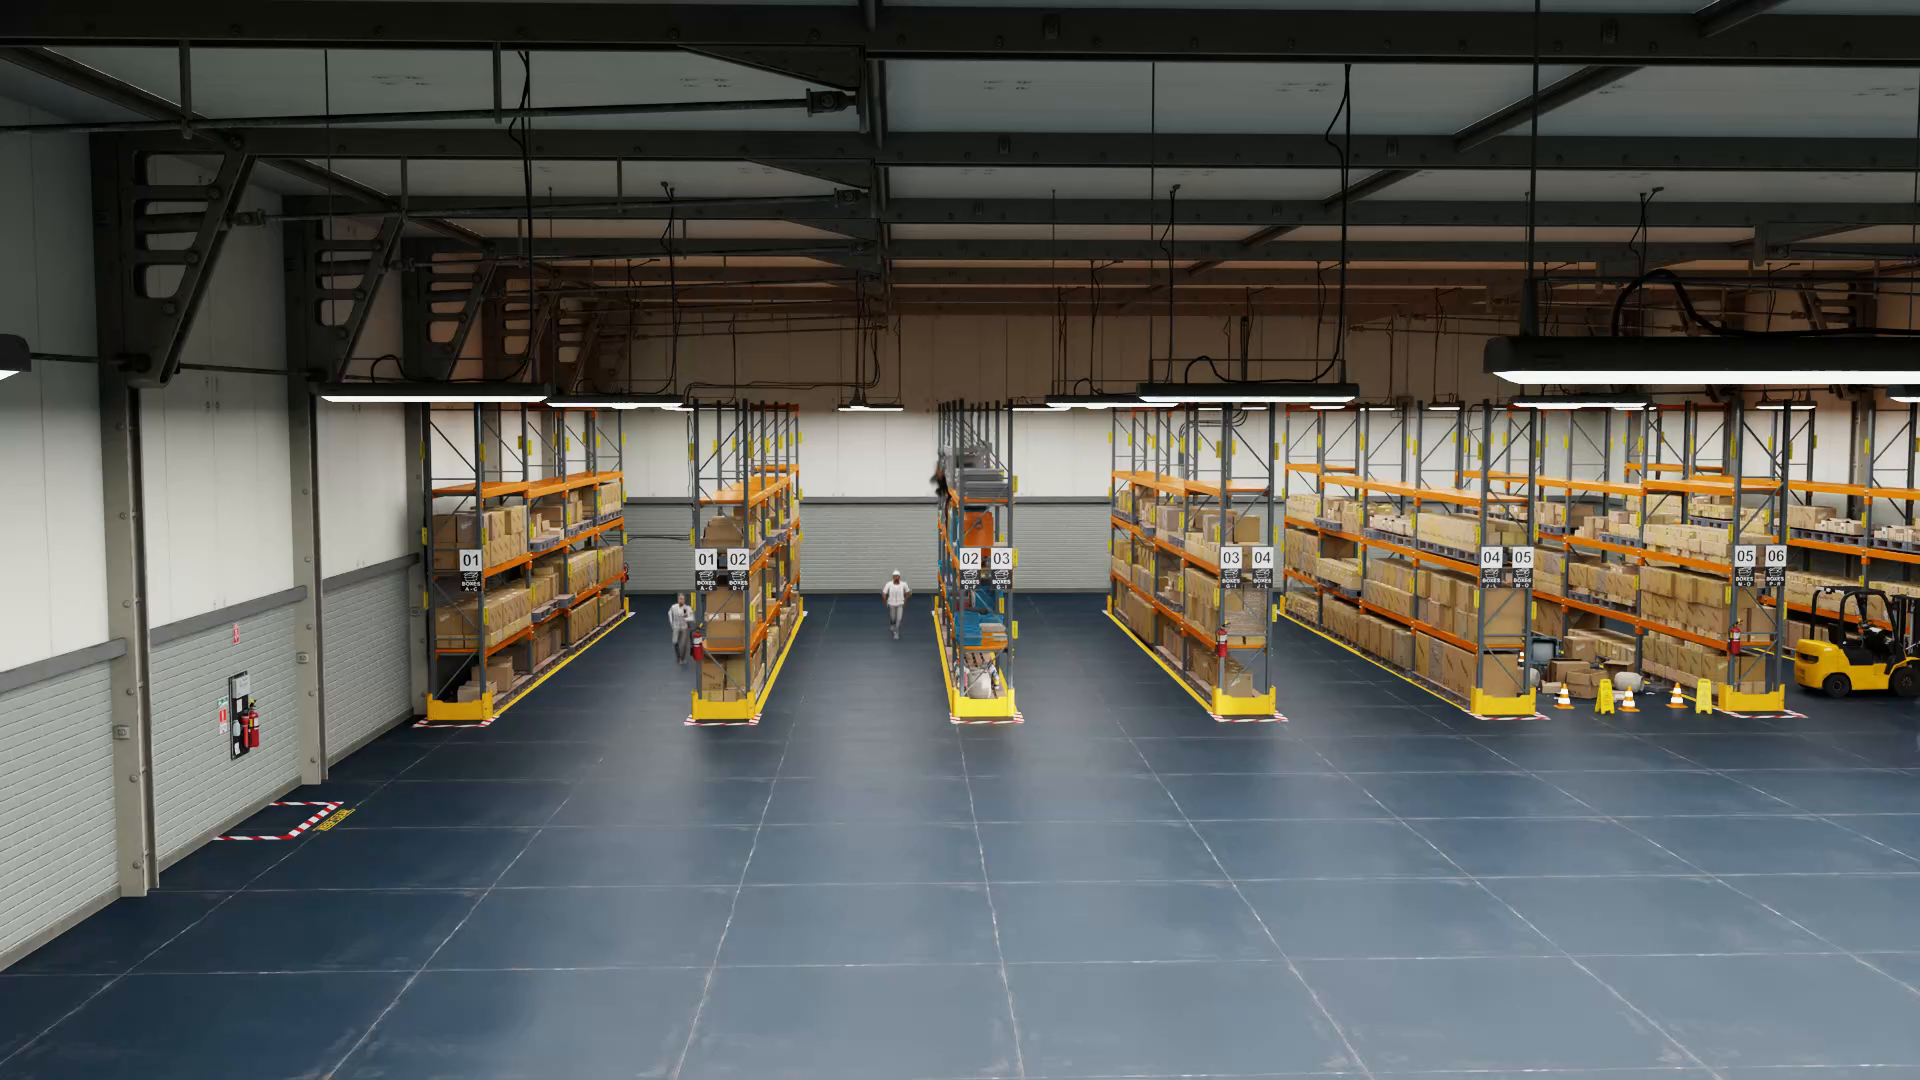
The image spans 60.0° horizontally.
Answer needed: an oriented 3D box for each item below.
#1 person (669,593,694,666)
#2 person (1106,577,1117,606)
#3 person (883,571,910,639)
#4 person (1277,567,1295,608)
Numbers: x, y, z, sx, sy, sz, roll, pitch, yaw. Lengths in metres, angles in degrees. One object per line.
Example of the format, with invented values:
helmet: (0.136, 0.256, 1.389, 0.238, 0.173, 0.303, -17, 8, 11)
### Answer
person: (-6.328, 2.016, 37.737, 0.592, 1.663, 0.737, 0, 4, -3)
person: (4.684, 1.168, 49.015, 0.780, 1.725, 0.664, 1, 5, 18)
person: (-1.618, 1.647, 42.502, 0.707, 1.726, 0.650, 0, 4, -2)
person: (9.732, 1.154, 49.128, 0.796, 1.707, 0.565, -1, 5, -17)
